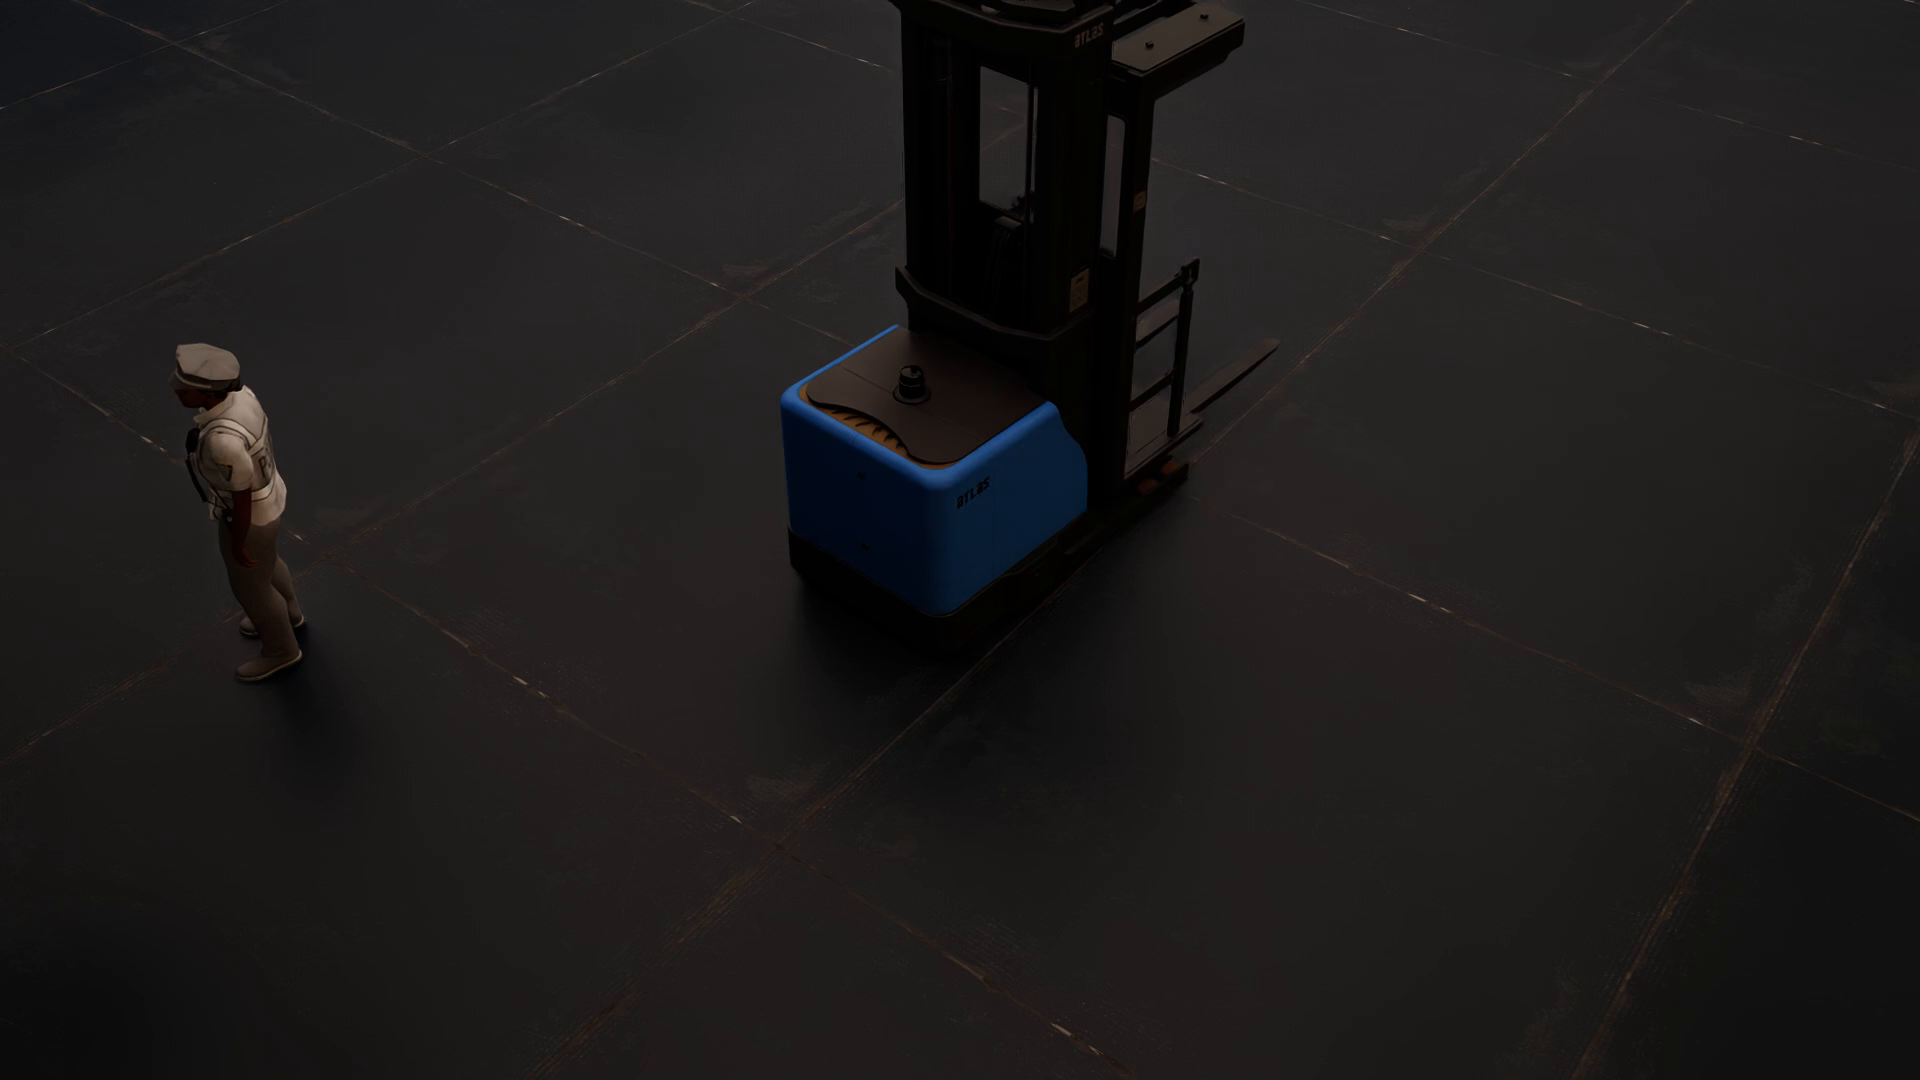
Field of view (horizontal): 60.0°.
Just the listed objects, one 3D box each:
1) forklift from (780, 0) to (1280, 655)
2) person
[{"bbox_3d":[0.532,-1.463,7.790,1.130,2.935,3.031,30,49,30],"label":"forklift"},{"bbox_3d":[-3.123,-0.121,7.185,0.459,1.706,0.535,-8,41,-9],"label":"person"}]
